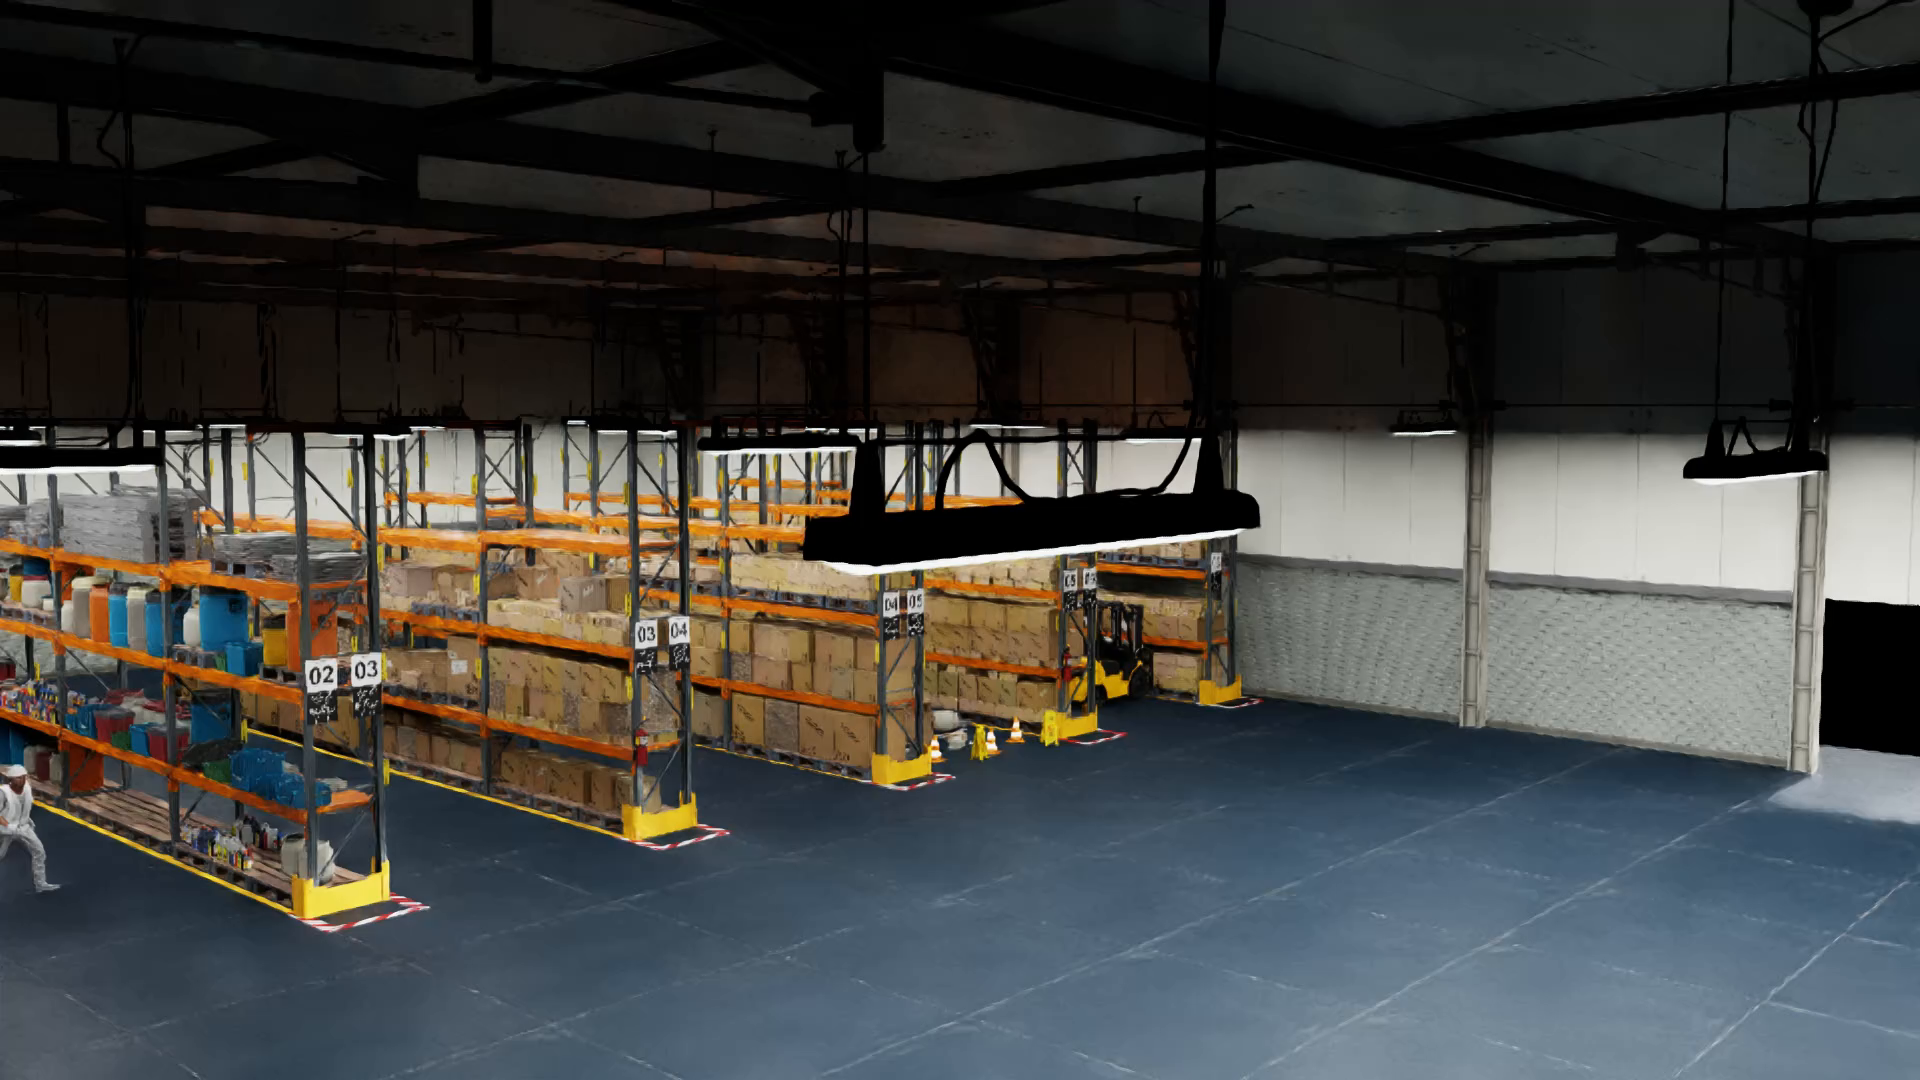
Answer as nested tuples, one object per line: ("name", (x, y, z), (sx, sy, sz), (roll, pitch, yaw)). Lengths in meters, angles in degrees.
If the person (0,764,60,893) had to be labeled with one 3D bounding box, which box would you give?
("person", (-12.177, 3.718, 21.387), (0.849, 1.717, 0.701), (2, 5, 26))
